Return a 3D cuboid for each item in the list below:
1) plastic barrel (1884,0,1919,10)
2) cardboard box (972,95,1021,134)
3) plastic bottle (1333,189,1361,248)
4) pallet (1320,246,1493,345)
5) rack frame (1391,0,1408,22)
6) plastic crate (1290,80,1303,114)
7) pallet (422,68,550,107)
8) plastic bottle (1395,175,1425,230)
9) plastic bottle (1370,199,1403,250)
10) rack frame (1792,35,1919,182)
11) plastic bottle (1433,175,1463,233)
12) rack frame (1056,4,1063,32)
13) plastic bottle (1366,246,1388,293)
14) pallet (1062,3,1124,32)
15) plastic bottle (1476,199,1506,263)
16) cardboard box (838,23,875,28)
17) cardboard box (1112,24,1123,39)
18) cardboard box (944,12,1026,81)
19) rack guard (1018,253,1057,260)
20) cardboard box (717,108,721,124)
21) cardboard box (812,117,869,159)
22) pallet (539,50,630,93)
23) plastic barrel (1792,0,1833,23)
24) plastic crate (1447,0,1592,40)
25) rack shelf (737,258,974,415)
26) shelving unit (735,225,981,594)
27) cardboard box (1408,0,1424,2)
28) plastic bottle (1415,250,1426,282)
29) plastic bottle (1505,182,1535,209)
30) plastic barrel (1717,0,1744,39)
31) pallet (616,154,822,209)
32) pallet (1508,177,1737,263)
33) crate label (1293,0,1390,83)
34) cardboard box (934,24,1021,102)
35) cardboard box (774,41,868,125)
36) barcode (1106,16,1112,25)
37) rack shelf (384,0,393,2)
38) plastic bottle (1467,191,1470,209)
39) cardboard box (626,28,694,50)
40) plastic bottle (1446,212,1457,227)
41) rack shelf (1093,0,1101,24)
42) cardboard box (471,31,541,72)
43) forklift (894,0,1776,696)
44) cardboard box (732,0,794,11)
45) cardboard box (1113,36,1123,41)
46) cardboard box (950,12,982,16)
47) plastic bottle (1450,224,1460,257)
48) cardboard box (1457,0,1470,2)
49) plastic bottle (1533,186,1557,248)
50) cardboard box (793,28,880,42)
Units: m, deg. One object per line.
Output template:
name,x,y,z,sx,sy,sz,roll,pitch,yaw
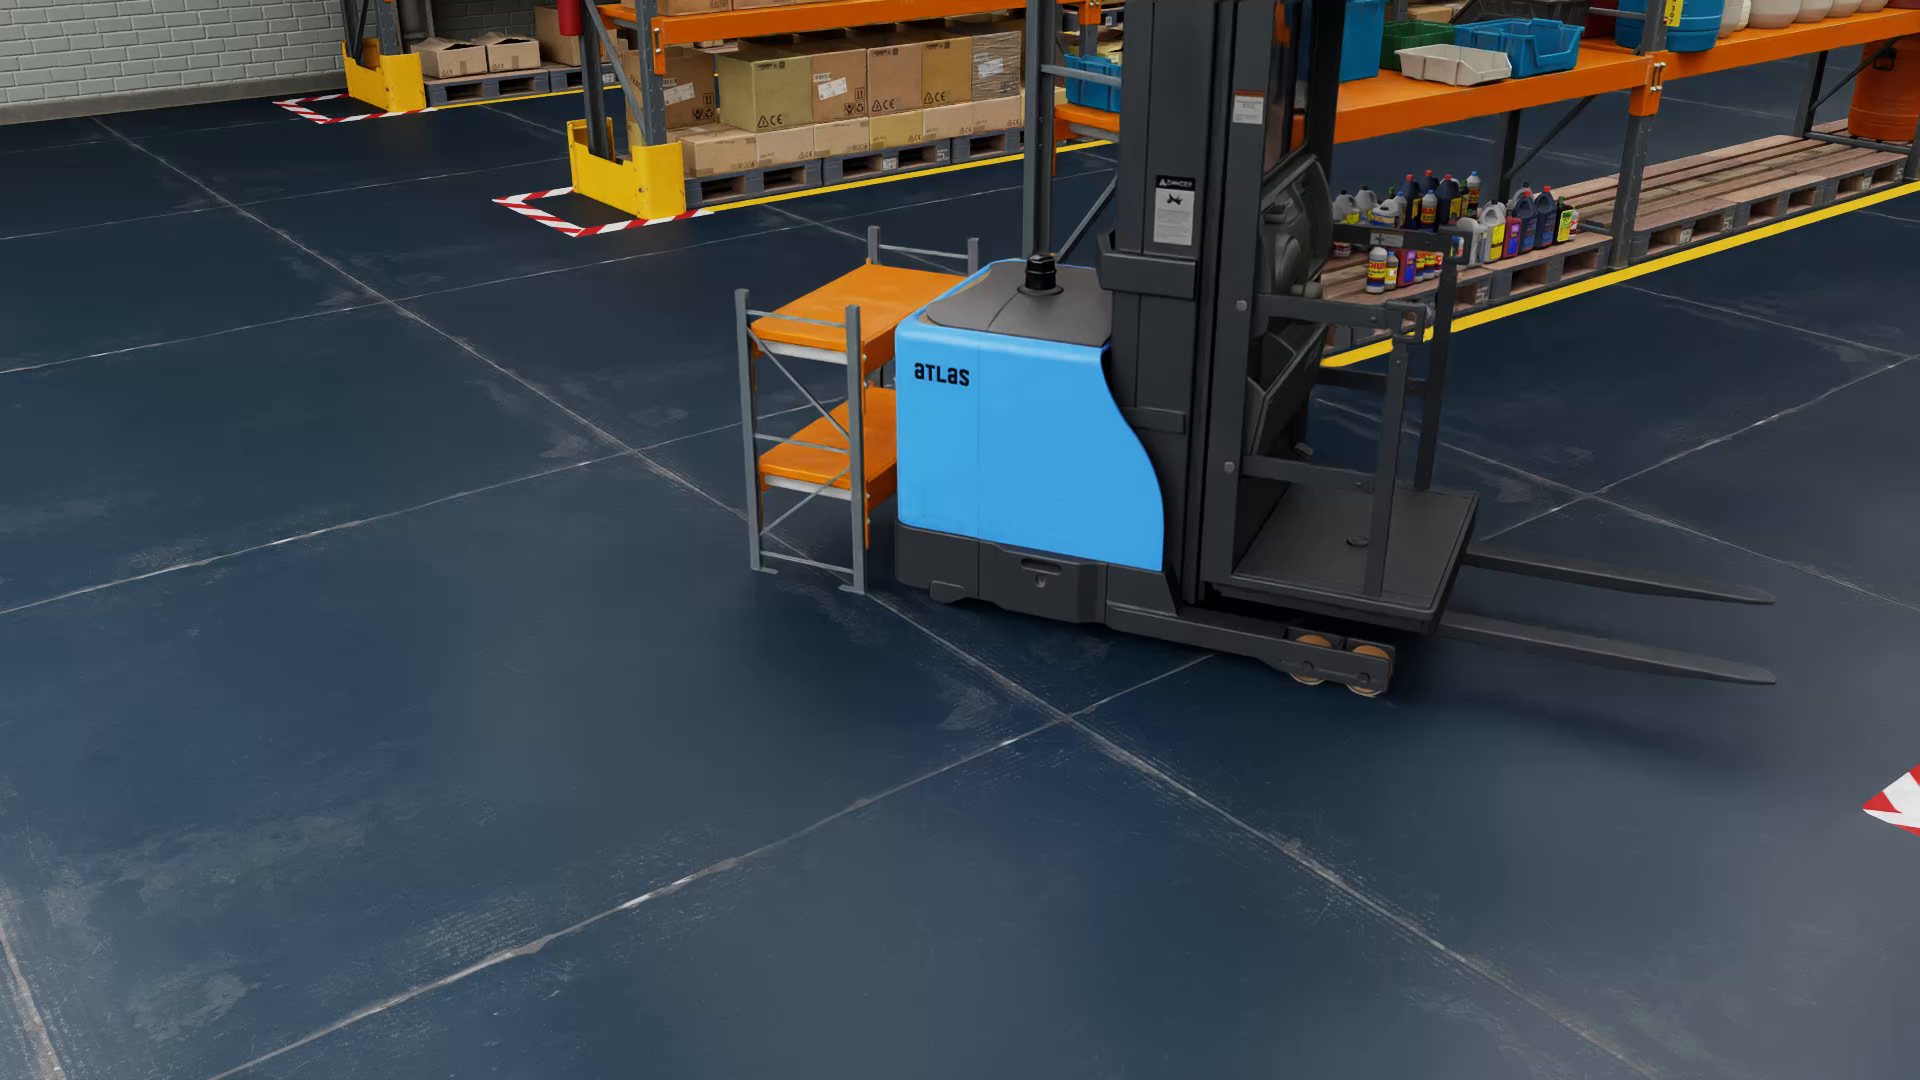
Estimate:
plastic barrel,6.792,-4.092,11.842,0.708,0.536,0.600,-18,31,-34
cardboard box,0.140,-3.478,13.447,0.500,0.250,0.500,-18,31,-34
plastic bottle,2.302,-1.930,9.969,0.185,0.351,0.144,-17,30,-32
pallet,2.308,-1.468,9.662,1.213,0.211,1.003,-18,31,-34
rack frame,3.917,-5.893,15.884,0.127,3.000,1.000,-18,31,-34
plastic crate,1.578,-2.179,8.195,0.250,0.136,0.298,-18,31,-34
pallet,-4.717,-4.409,15.999,1.213,0.211,1.003,-18,31,-34
plastic bottle,2.783,-2.089,10.311,0.185,0.351,0.144,-20,31,-36
plastic bottle,2.560,-1.902,9.998,0.135,0.276,0.152,-18,31,-34
rack frame,6.971,-4.251,12.346,0.127,3.000,1.000,-18,31,-34
plastic bottle,3.021,-2.090,10.314,0.185,0.351,0.144,-18,31,-34
rack frame,0.857,-7.533,19.418,0.127,3.000,1.000,-18,31,-34
plastic bottle,2.294,-1.503,9.143,0.097,0.271,0.097,0,25,0
pallet,1.524,-6.448,20.393,1.213,0.211,1.003,-18,31,-34
plastic bottle,3.089,-1.813,9.718,0.185,0.351,0.144,-18,31,-34
cardboard box,-1.346,-5.907,18.362,0.500,0.500,0.700,-19,31,-35
cardboard box,1.711,-4.518,15.022,0.500,0.311,0.500,-18,31,-34
cardboard box,0.211,-4.120,13.942,0.500,0.500,0.500,-18,31,-34
rack guard,0.706,-1.074,8.471,0.348,0.500,1.175,-18,31,-34
cardboard box,-1.753,-3.129,12.696,0.500,0.250,0.500,-18,31,-34
cardboard box,-1.034,-3.084,12.600,0.500,0.250,0.500,-18,31,-34
pallet,-3.758,-4.724,16.678,1.213,0.211,1.003,-18,31,-34
plastic barrel,5.629,-3.752,11.111,0.433,0.535,0.433,0,25,0
plastic crate,3.332,-3.090,9.918,0.504,0.338,0.767,-18,31,-34
rack shelf,-0.366,-0.814,6.471,0.538,0.278,1.000,11,27,23
shelving unit,-0.366,-0.548,6.594,0.538,1.125,1.048,11,27,23
cardboard box,4.550,-5.635,16.886,0.500,0.250,0.500,-17,30,-32
plastic bottle,2.564,-1.592,9.335,0.097,0.271,0.097,0,25,0
plastic bottle,3.405,-1.995,10.109,0.185,0.351,0.144,-18,31,-34
plastic barrel,4.711,-3.449,10.458,0.433,0.535,0.433,0,25,0
pallet,-1.802,-2.762,12.451,1.213,0.211,1.003,-18,31,-34
pallet,4.417,-2.164,11.162,1.213,0.211,1.003,-18,31,-34
crate label,1.957,-2.757,9.085,0.616,0.435,0.502,-18,31,-34
cardboard box,0.139,-3.818,13.291,0.500,0.500,0.500,-18,31,-34
cardboard box,-1.041,-3.428,12.451,0.500,0.500,0.500,-18,31,-34
barcode,1.227,-4.283,13.722,0.075,0.075,0.001,-18,31,-34
rack shelf,-3.864,-5.648,16.211,4.000,0.370,1.077,-18,31,-34
plastic bottle,3.222,-2.178,10.682,0.097,0.201,0.097,0,25,0
cardboard box,-3.082,-5.277,17.003,0.500,0.500,0.500,-21,32,-38
plastic bottle,2.892,-1.777,9.720,0.133,0.283,0.061,-18,31,-34
rack shelf,2.343,-5.047,14.916,4.000,0.370,1.077,-18,31,-34
cardboard box,-4.389,-4.733,16.056,0.500,0.311,0.500,-15,29,-30
forklift,1.318,-1.057,5.547,3.031,2.935,1.130,10,27,21
cardboard box,-1.593,-4.115,11.935,0.500,0.500,0.700,-17,30,-33
cardboard box,1.645,-4.205,14.348,0.500,0.311,0.500,-19,31,-35
cardboard box,-0.154,-6.299,19.206,0.500,0.500,0.700,-18,31,-34
plastic bottle,2.802,-1.670,9.504,0.097,0.271,0.097,0,25,0
cardboard box,5.258,-5.249,16.943,0.500,0.500,0.500,-19,31,-35
plastic bottle,3.494,-1.947,10.006,0.185,0.351,0.144,-19,31,-35
cardboard box,-0.968,-3.730,13.101,0.500,0.500,0.500,-18,31,-34
